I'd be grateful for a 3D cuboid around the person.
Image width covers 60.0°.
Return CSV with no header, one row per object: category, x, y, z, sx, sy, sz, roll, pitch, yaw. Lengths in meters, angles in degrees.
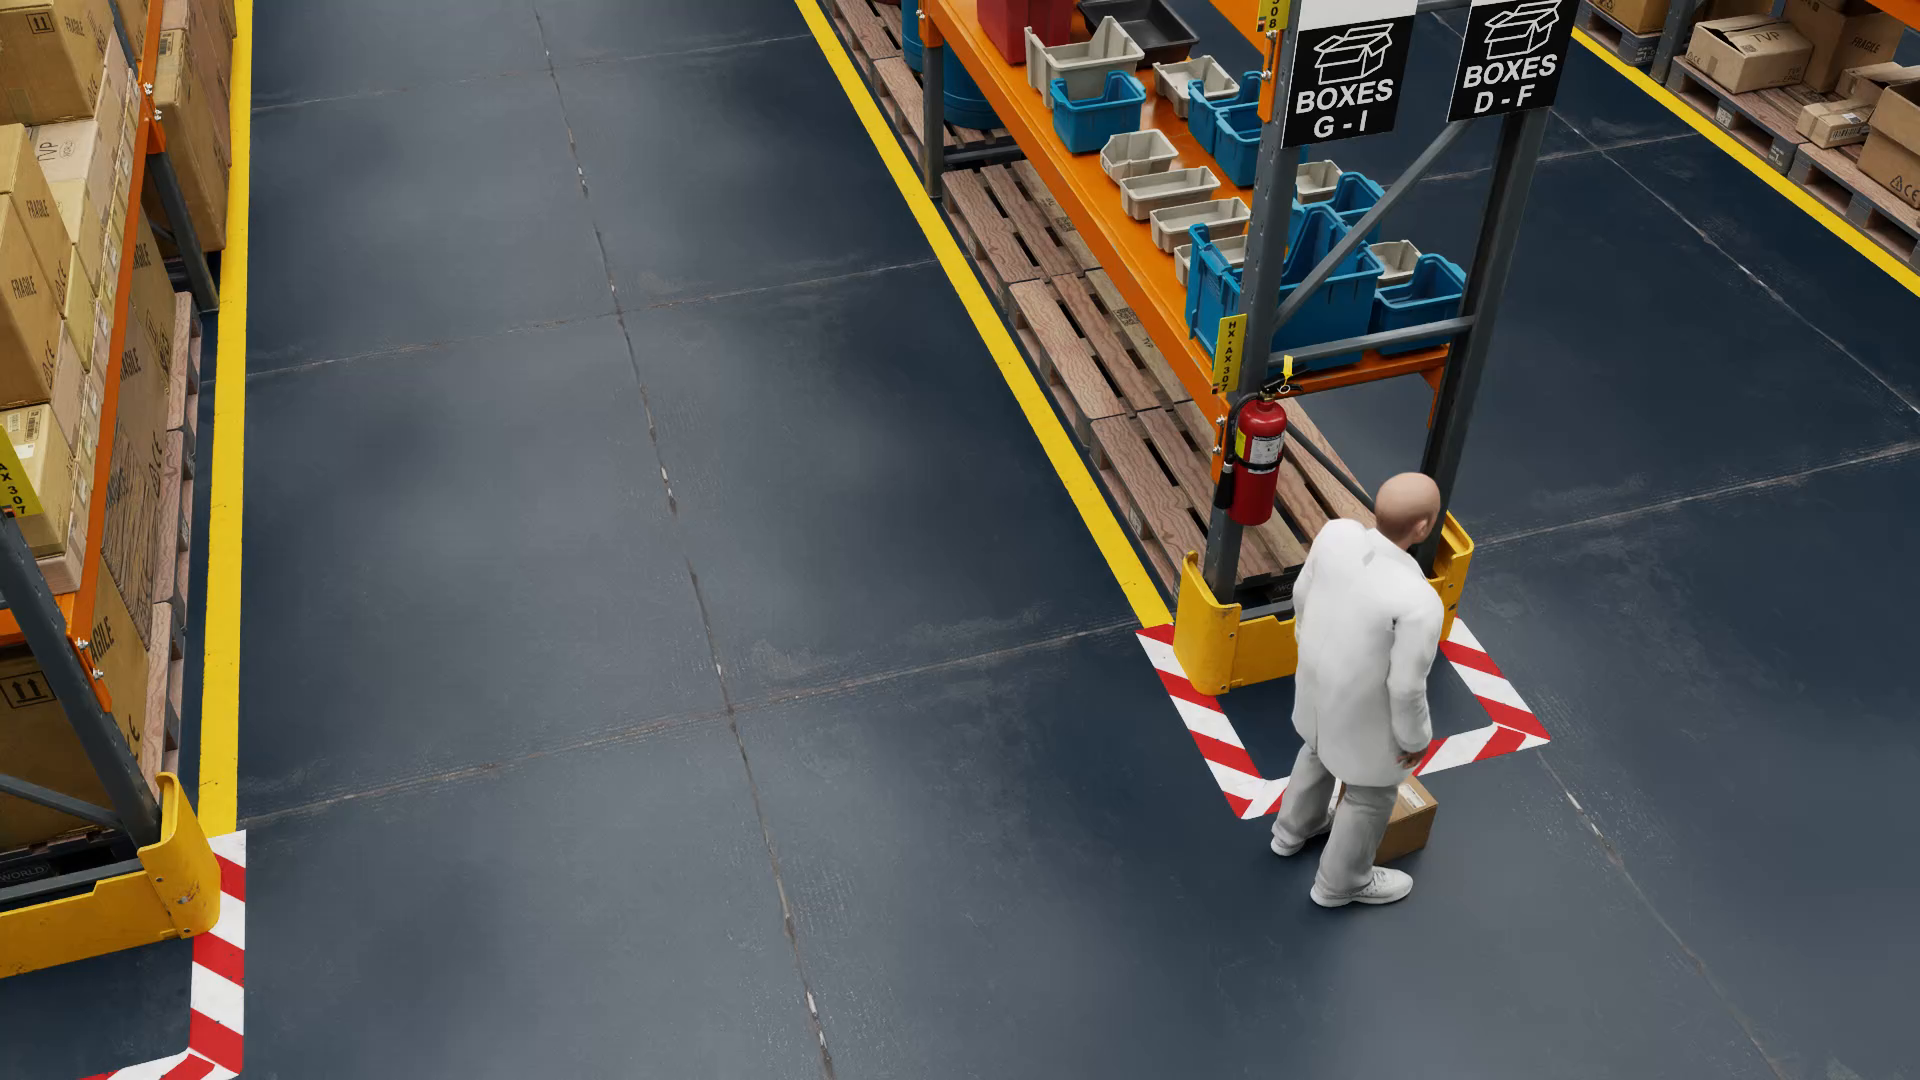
person,1.344,0.504,5.606,0.428,1.773,0.651,-19,45,-20
